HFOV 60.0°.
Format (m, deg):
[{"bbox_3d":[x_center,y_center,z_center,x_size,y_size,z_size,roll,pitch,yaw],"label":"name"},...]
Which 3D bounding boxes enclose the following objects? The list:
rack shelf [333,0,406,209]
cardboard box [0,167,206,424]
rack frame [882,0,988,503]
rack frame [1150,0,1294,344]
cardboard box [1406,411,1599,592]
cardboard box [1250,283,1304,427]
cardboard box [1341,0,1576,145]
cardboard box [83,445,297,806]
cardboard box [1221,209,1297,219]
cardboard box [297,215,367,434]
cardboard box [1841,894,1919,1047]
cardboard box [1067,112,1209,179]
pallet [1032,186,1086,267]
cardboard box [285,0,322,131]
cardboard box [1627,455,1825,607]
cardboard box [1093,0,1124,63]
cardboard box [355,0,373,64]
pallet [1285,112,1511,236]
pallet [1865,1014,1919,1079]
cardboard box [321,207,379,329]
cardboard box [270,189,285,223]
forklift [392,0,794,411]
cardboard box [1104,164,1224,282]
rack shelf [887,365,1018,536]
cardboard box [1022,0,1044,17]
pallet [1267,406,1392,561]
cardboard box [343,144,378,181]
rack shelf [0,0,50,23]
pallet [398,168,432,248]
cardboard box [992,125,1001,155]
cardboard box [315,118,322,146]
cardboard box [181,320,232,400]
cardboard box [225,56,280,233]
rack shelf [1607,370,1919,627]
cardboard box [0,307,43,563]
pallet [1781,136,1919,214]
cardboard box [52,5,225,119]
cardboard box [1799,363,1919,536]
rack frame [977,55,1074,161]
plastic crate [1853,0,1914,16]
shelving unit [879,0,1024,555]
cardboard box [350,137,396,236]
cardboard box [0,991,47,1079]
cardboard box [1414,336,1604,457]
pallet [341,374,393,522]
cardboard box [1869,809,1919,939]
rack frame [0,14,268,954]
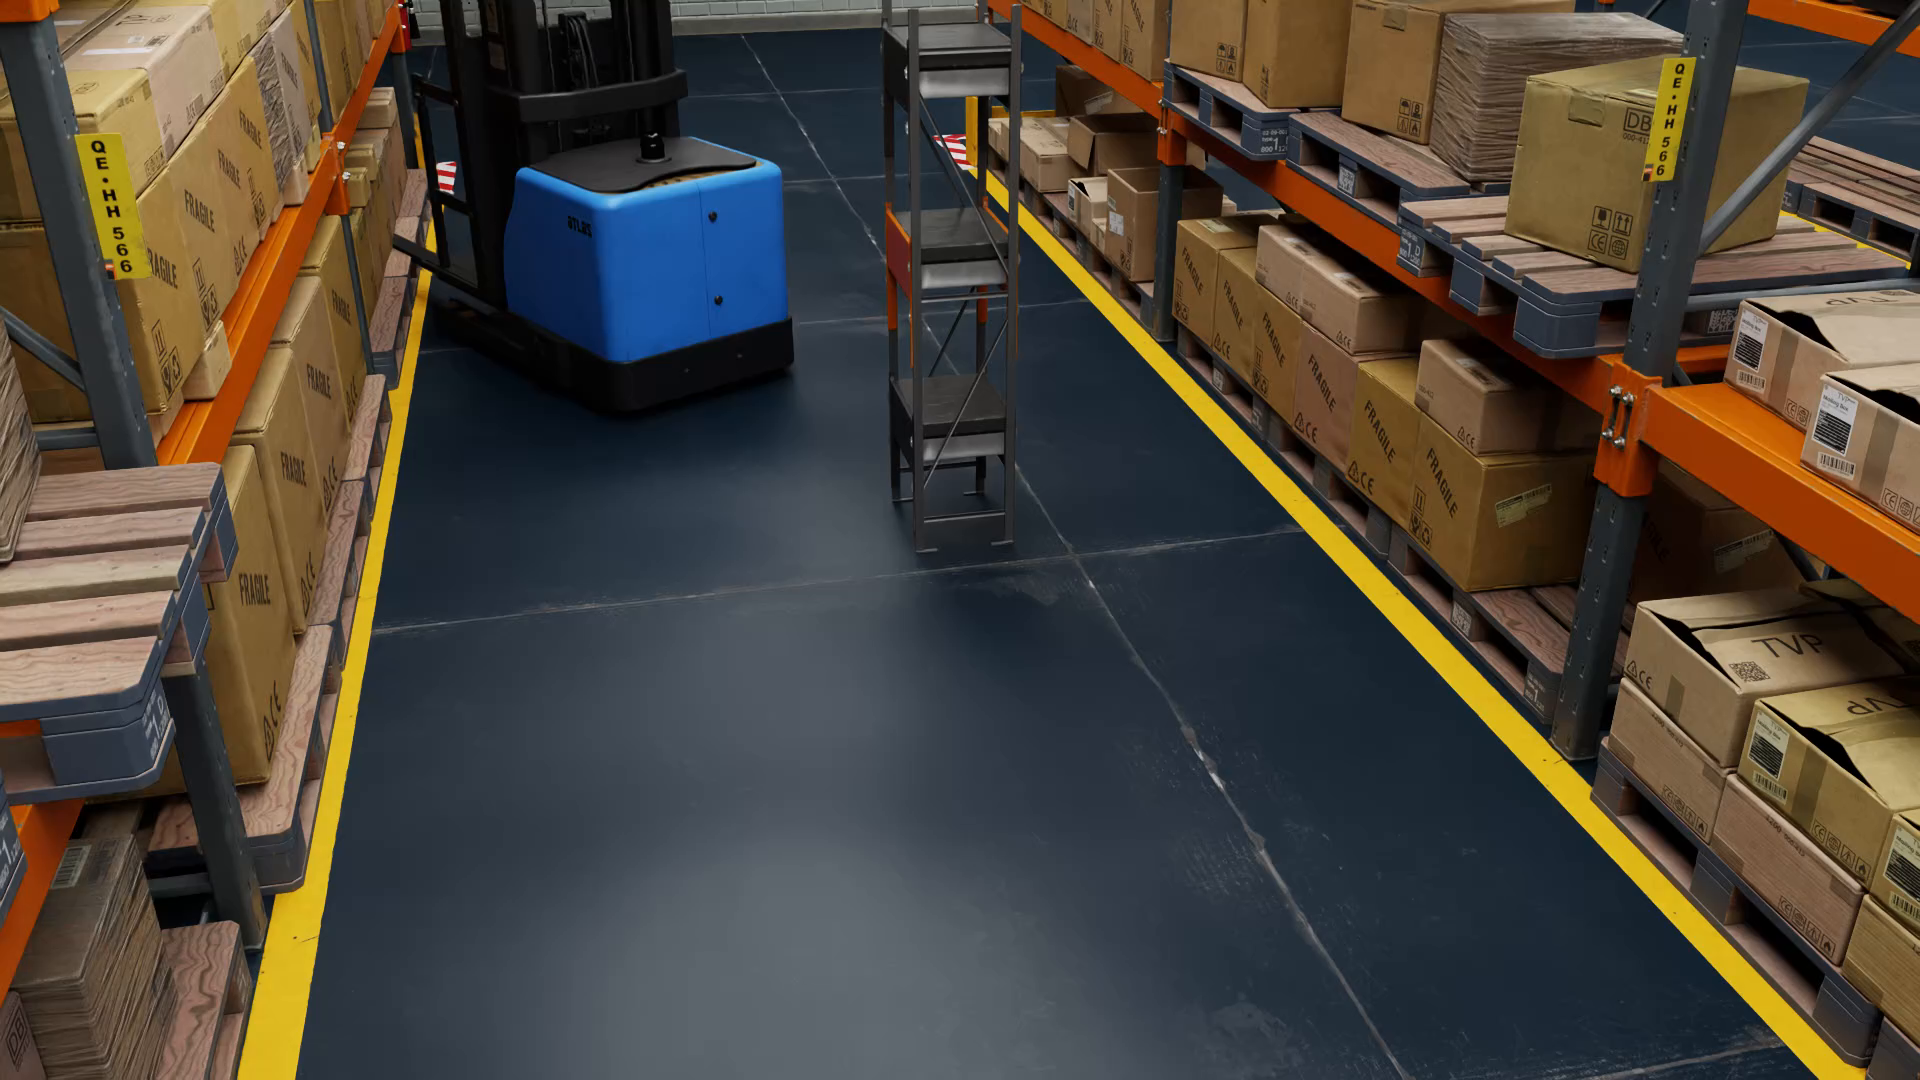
[{"bbox_3d":[-3.754,-2.507,9.187,1.077,0.370,4.000,-6,27,-12],"label":"rack shelf"},{"bbox_3d":[-2.262,-0.620,4.186,0.500,0.500,0.500,-5,27,-10],"label":"cardboard box"},{"bbox_3d":[-0.092,-1.117,6.633,0.400,2.100,0.015,-6,27,-12],"label":"rack frame"},{"bbox_3d":[1.522,-2.455,8.285,1.000,3.000,0.127,-6,27,-12],"label":"rack frame"},{"bbox_3d":[1.984,-0.166,6.036,0.500,0.500,0.500,-5,27,-10],"label":"cardboard box"},{"bbox_3d":[1.630,-0.845,7.382,0.500,0.500,0.500,-6,27,-11],"label":"cardboard box"},{"bbox_3d":[1.981,-1.918,6.644,0.700,0.500,0.500,-13,30,-25],"label":"cardboard box"},{"bbox_3d":[-2.439,0.242,4.862,0.750,0.750,0.750,-6,27,-12],"label":"cardboard box"},{"bbox_3d":[1.639,-1.657,9.200,0.500,0.311,0.500,-6,27,-12],"label":"cardboard box"},{"bbox_3d":[-3.030,-0.906,7.136,0.750,0.750,0.750,-6,27,-11],"label":"cardboard box"},{"bbox_3d":[2.493,1.049,3.928,0.500,0.250,0.500,-7,28,-13],"label":"cardboard box"},{"bbox_3d":[1.094,-2.361,10.381,0.797,0.503,0.637,-6,27,-12],"label":"cardboard box"},{"bbox_3d":[1.090,-2.048,10.574,1.003,0.211,1.213,-6,27,-12],"label":"pallet"},{"bbox_3d":[-2.953,-1.960,6.840,0.500,0.500,0.500,-6,27,-12],"label":"cardboard box"},{"bbox_3d":[2.600,-0.008,5.724,0.500,0.500,0.500,-5,27,-9],"label":"cardboard box"},{"bbox_3d":[1.042,-2.919,9.094,0.500,0.500,0.500,-5,27,-10],"label":"cardboard box"},{"bbox_3d":[-3.742,-2.964,8.960,0.980,0.700,0.700,-7,28,-14],"label":"cardboard box"},{"bbox_3d":[1.981,-1.467,6.540,1.003,0.211,1.213,-6,27,-12],"label":"pallet"},{"bbox_3d":[2.843,1.446,3.651,1.003,0.211,1.213,-6,27,-12],"label":"pallet"},{"bbox_3d":[-3.372,-1.361,8.425,0.700,0.500,0.500,-6,27,-11],"label":"cardboard box"},{"bbox_3d":[-2.749,-1.277,6.207,0.380,0.149,0.250,-6,27,-12],"label":"cardboard box"},{"bbox_3d":[-2.185,-2.495,8.441,1.130,2.935,3.031,-22,34,-36],"label":"forklift"},{"bbox_3d":[1.118,-1.757,9.188,0.500,0.500,0.500,-6,27,-12],"label":"cardboard box"},{"bbox_3d":[-0.037,-0.373,6.742,0.431,0.518,0.480,-6,27,-12],"label":"rack shelf"},{"bbox_3d":[0.696,-3.588,10.418,0.500,0.500,0.500,-6,27,-12],"label":"cardboard box"},{"bbox_3d":[2.021,-0.320,7.150,1.003,0.211,1.213,-6,27,-12],"label":"pallet"},{"bbox_3d":[-3.389,-2.048,9.067,0.380,0.149,0.250,-7,28,-13],"label":"cardboard box"},{"bbox_3d":[-1.951,-0.334,1.553,1.077,0.370,4.000,-6,27,-12],"label":"rack shelf"},{"bbox_3d":[-3.948,-2.118,10.713,1.003,0.211,1.213,-6,27,-12],"label":"pallet"},{"bbox_3d":[0.437,-2.814,11.653,0.380,0.166,0.250,-6,27,-12],"label":"cardboard box"},{"bbox_3d":[-2.951,-1.727,7.100,0.380,0.149,0.250,-6,27,-11],"label":"cardboard box"},{"bbox_3d":[-2.276,-0.496,4.660,0.380,0.149,0.250,-5,27,-10],"label":"cardboard box"},{"bbox_3d":[-2.606,-1.297,5.527,0.500,0.500,0.500,-5,27,-10],"label":"cardboard box"},{"bbox_3d":[2.875,0.500,3.229,1.077,0.370,4.000,-6,27,-12],"label":"rack shelf"},{"bbox_3d":[-2.286,-0.230,3.278,0.700,0.500,0.500,-9,28,-18],"label":"cardboard box"},{"bbox_3d":[5.867,-2.567,11.602,1.003,0.211,1.213,-6,27,-12],"label":"pallet"},{"bbox_3d":[-2.491,-1.396,4.891,0.500,0.250,0.500,-6,27,-11],"label":"cardboard box"},{"bbox_3d":[2.437,-0.247,4.009,0.500,0.311,0.500,-6,27,-12],"label":"cardboard box"},{"bbox_3d":[0.621,-4.211,11.764,1.000,3.000,0.127,-6,27,-12],"label":"rack frame"},{"bbox_3d":[5.835,-3.324,10.246,0.437,0.125,0.590,-6,27,-12],"label":"plastic crate"},{"bbox_3d":[-0.037,-1.010,6.421,0.431,2.100,0.503,-6,27,-12],"label":"shelving unit"},{"bbox_3d":[-3.722,-2.040,9.772,0.700,0.500,0.500,-7,28,-13],"label":"cardboard box"},{"bbox_3d":[-2.186,1.274,3.183,0.700,0.500,0.500,-6,27,-12],"label":"cardboard box"},{"bbox_3d":[1.968,-0.525,5.916,0.500,0.250,0.500,-5,27,-10],"label":"cardboard box"},{"bbox_3d":[-3.056,-0.374,7.258,1.003,0.211,1.213,-6,27,-12],"label":"pallet"},{"bbox_3d":[2.495,0.804,3.791,0.500,0.311,0.500,-7,28,-13],"label":"cardboard box"},{"bbox_3d":[-2.402,-0.194,3.806,1.000,3.000,0.127,-6,27,-12],"label":"rack frame"}]
